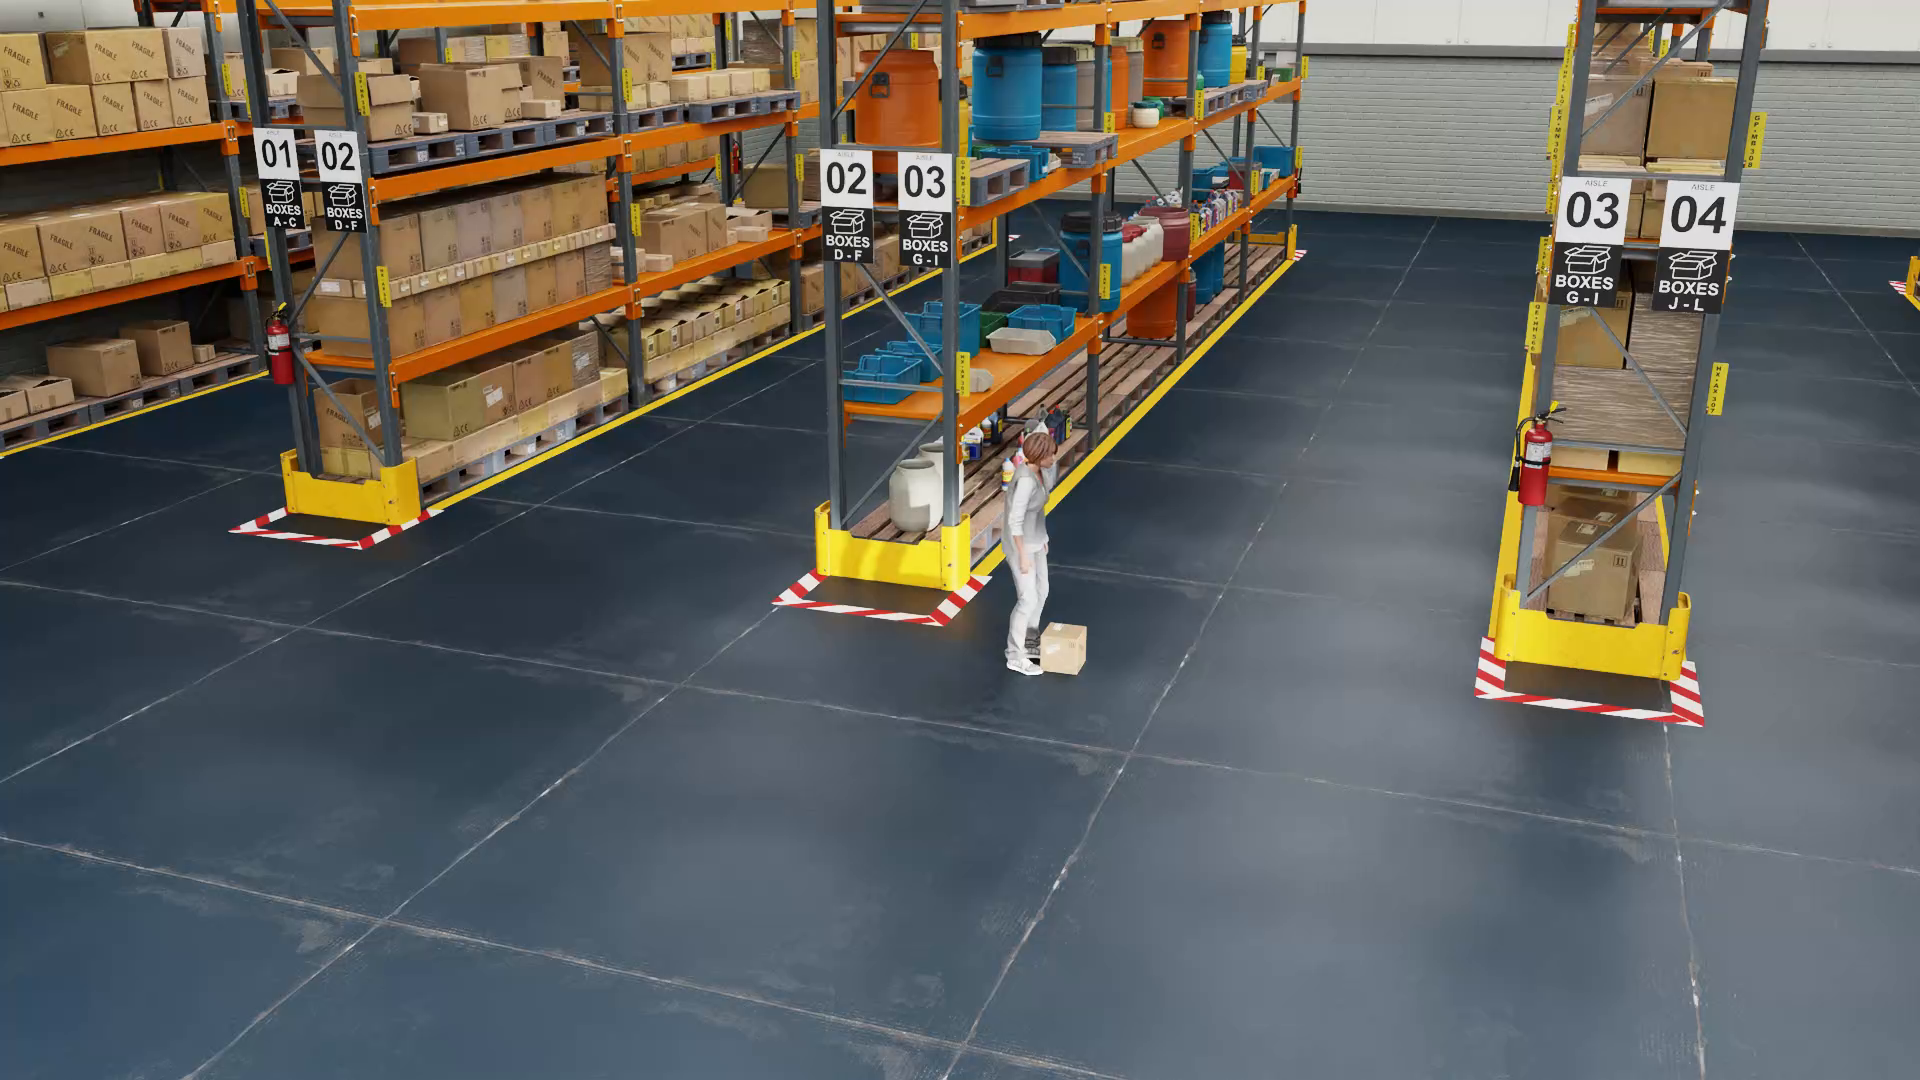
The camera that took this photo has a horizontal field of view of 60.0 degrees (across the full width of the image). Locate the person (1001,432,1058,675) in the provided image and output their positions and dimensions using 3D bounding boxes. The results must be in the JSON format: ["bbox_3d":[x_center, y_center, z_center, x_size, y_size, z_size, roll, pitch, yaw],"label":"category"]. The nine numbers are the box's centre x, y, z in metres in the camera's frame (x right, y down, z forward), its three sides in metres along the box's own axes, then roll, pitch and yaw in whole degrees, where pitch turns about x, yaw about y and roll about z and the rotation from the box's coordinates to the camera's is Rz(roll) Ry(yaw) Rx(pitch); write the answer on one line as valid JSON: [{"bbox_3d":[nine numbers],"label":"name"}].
[{"bbox_3d":[0.462,0.065,10.893,0.366,1.592,0.460,7,20,18],"label":"person"}]
